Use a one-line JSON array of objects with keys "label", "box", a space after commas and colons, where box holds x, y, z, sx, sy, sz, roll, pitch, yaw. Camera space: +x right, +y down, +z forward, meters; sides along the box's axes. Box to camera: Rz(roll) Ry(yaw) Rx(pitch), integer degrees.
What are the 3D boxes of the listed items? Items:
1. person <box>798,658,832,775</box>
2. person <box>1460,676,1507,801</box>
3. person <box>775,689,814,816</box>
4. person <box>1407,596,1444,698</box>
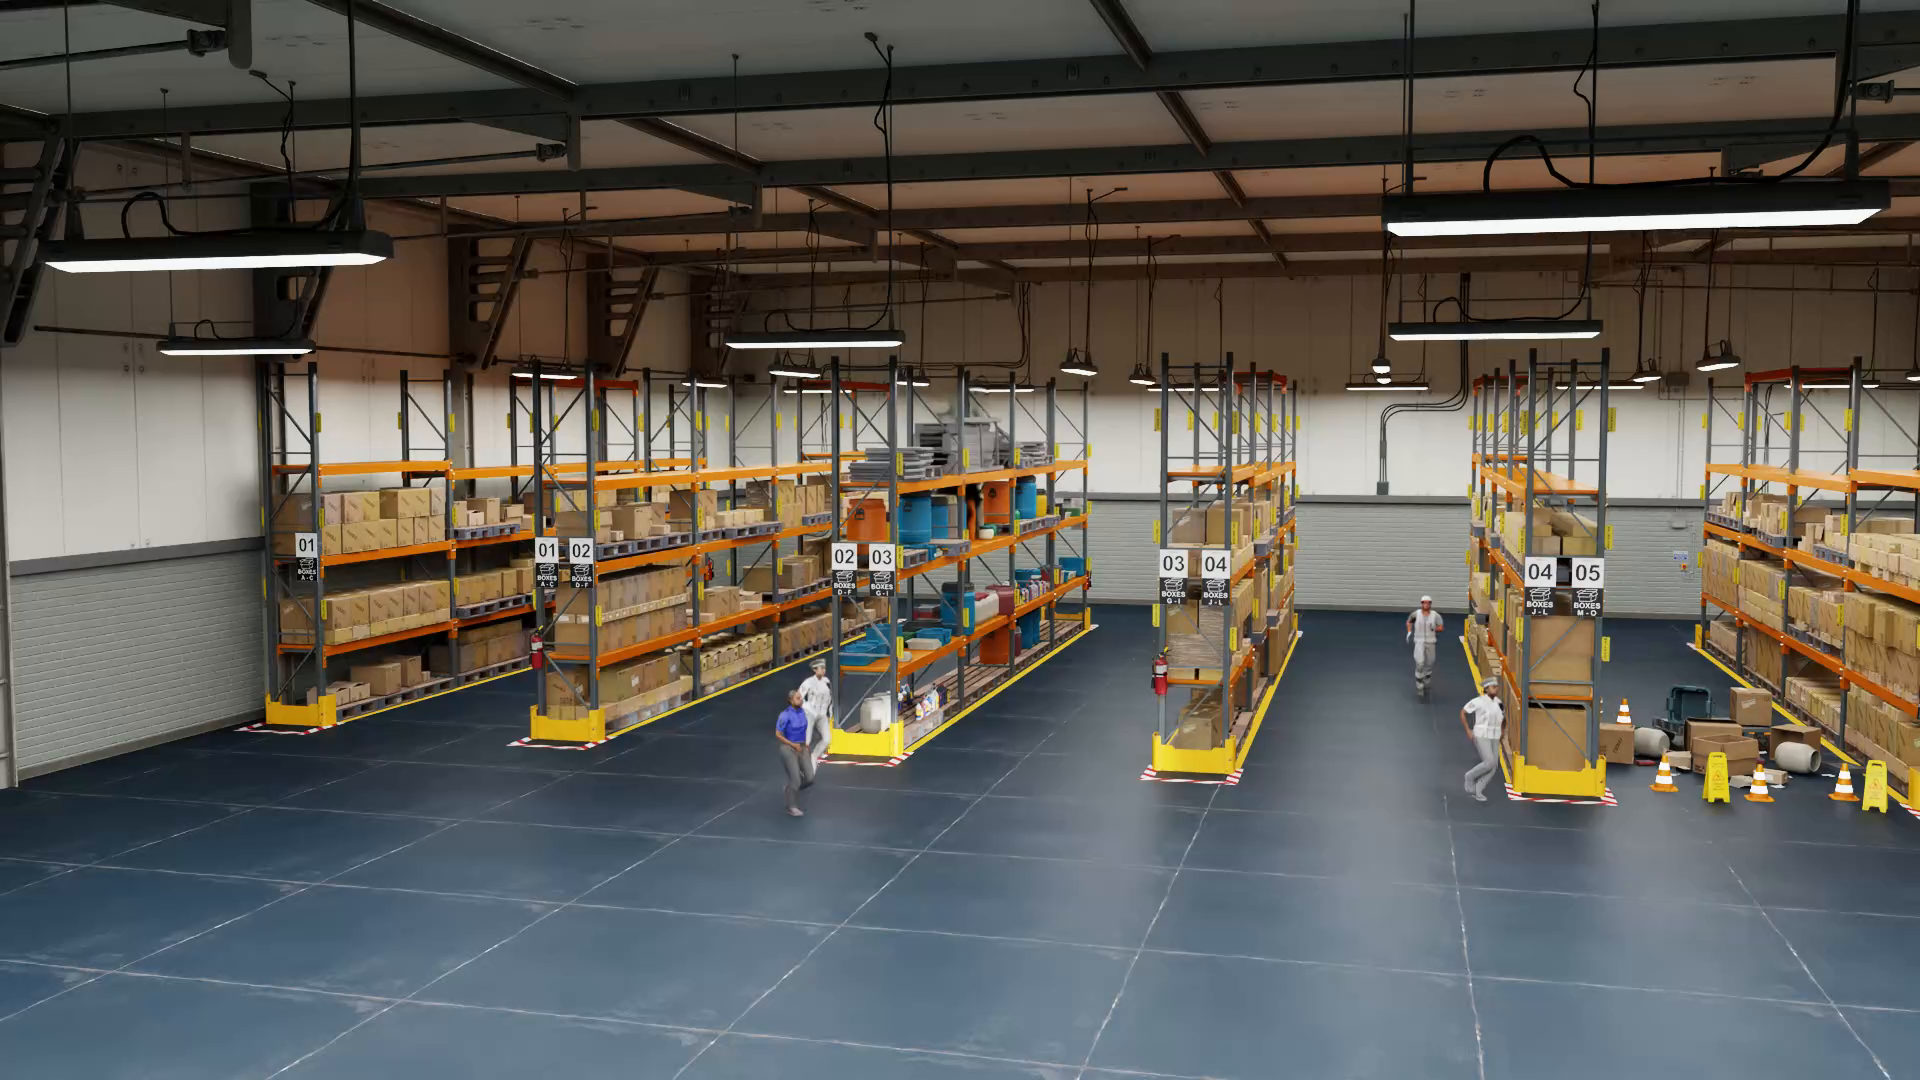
[{"label": "person", "box": [-2.037, 2.509, 23.741, 0.676, 1.652, 0.603, -3, 5, -34]}, {"label": "person", "box": [7.031, 2.632, 22.087, 0.620, 1.642, 0.505, -2, 5, -27]}, {"label": "person", "box": [-2.101, 2.705, 21.170, 0.533, 1.618, 0.593, 3, 5, 38]}, {"label": "person", "box": [8.574, 1.938, 30.675, 0.649, 1.836, 0.835, 1, 4, 10]}]
